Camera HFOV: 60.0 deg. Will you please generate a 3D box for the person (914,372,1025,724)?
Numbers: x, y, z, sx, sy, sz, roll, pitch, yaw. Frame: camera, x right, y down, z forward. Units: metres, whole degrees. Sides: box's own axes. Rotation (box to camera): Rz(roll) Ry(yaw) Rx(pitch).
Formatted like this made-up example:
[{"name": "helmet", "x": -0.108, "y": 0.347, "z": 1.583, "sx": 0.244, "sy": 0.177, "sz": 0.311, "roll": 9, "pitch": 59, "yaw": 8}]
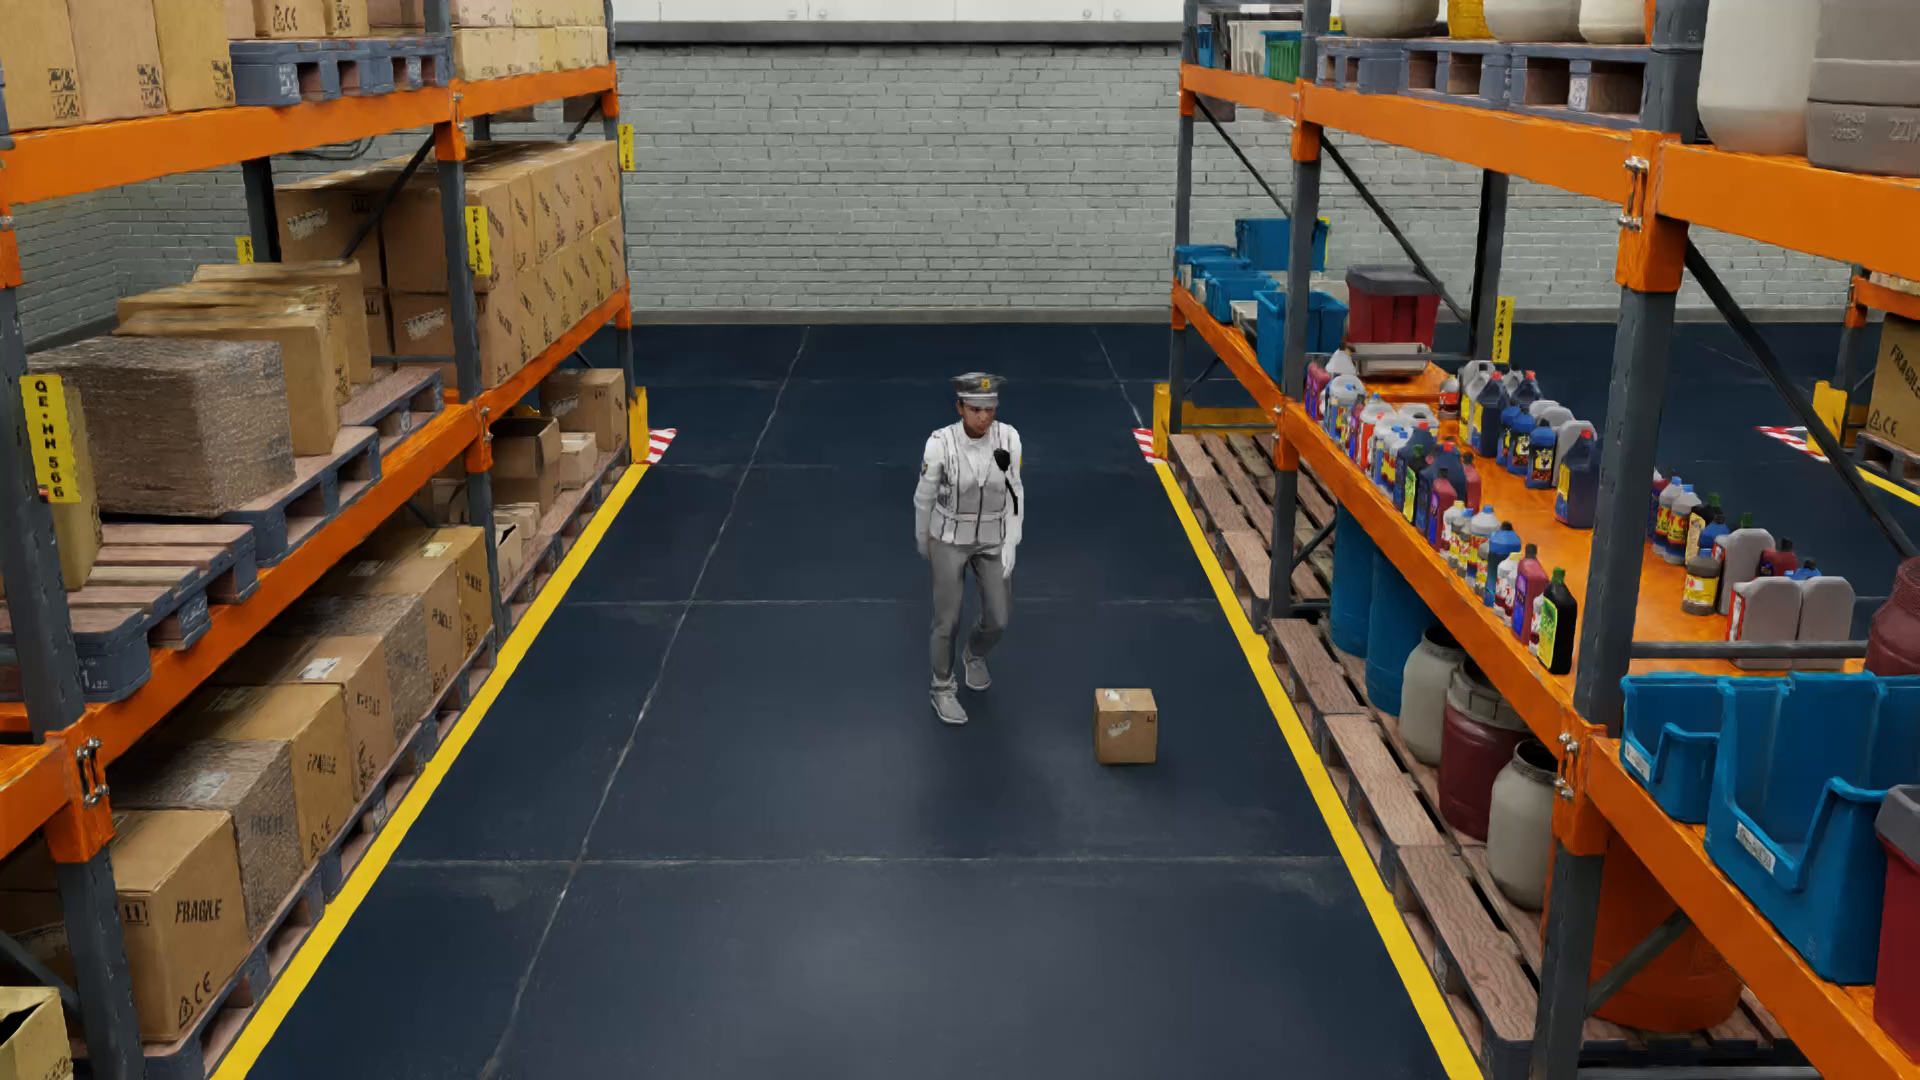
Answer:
[{"name": "person", "x": 0.038, "y": 0.015, "z": 7.517, "sx": 0.493, "sy": 1.652, "sz": 0.601, "roll": -5, "pitch": 18, "yaw": -15}]
